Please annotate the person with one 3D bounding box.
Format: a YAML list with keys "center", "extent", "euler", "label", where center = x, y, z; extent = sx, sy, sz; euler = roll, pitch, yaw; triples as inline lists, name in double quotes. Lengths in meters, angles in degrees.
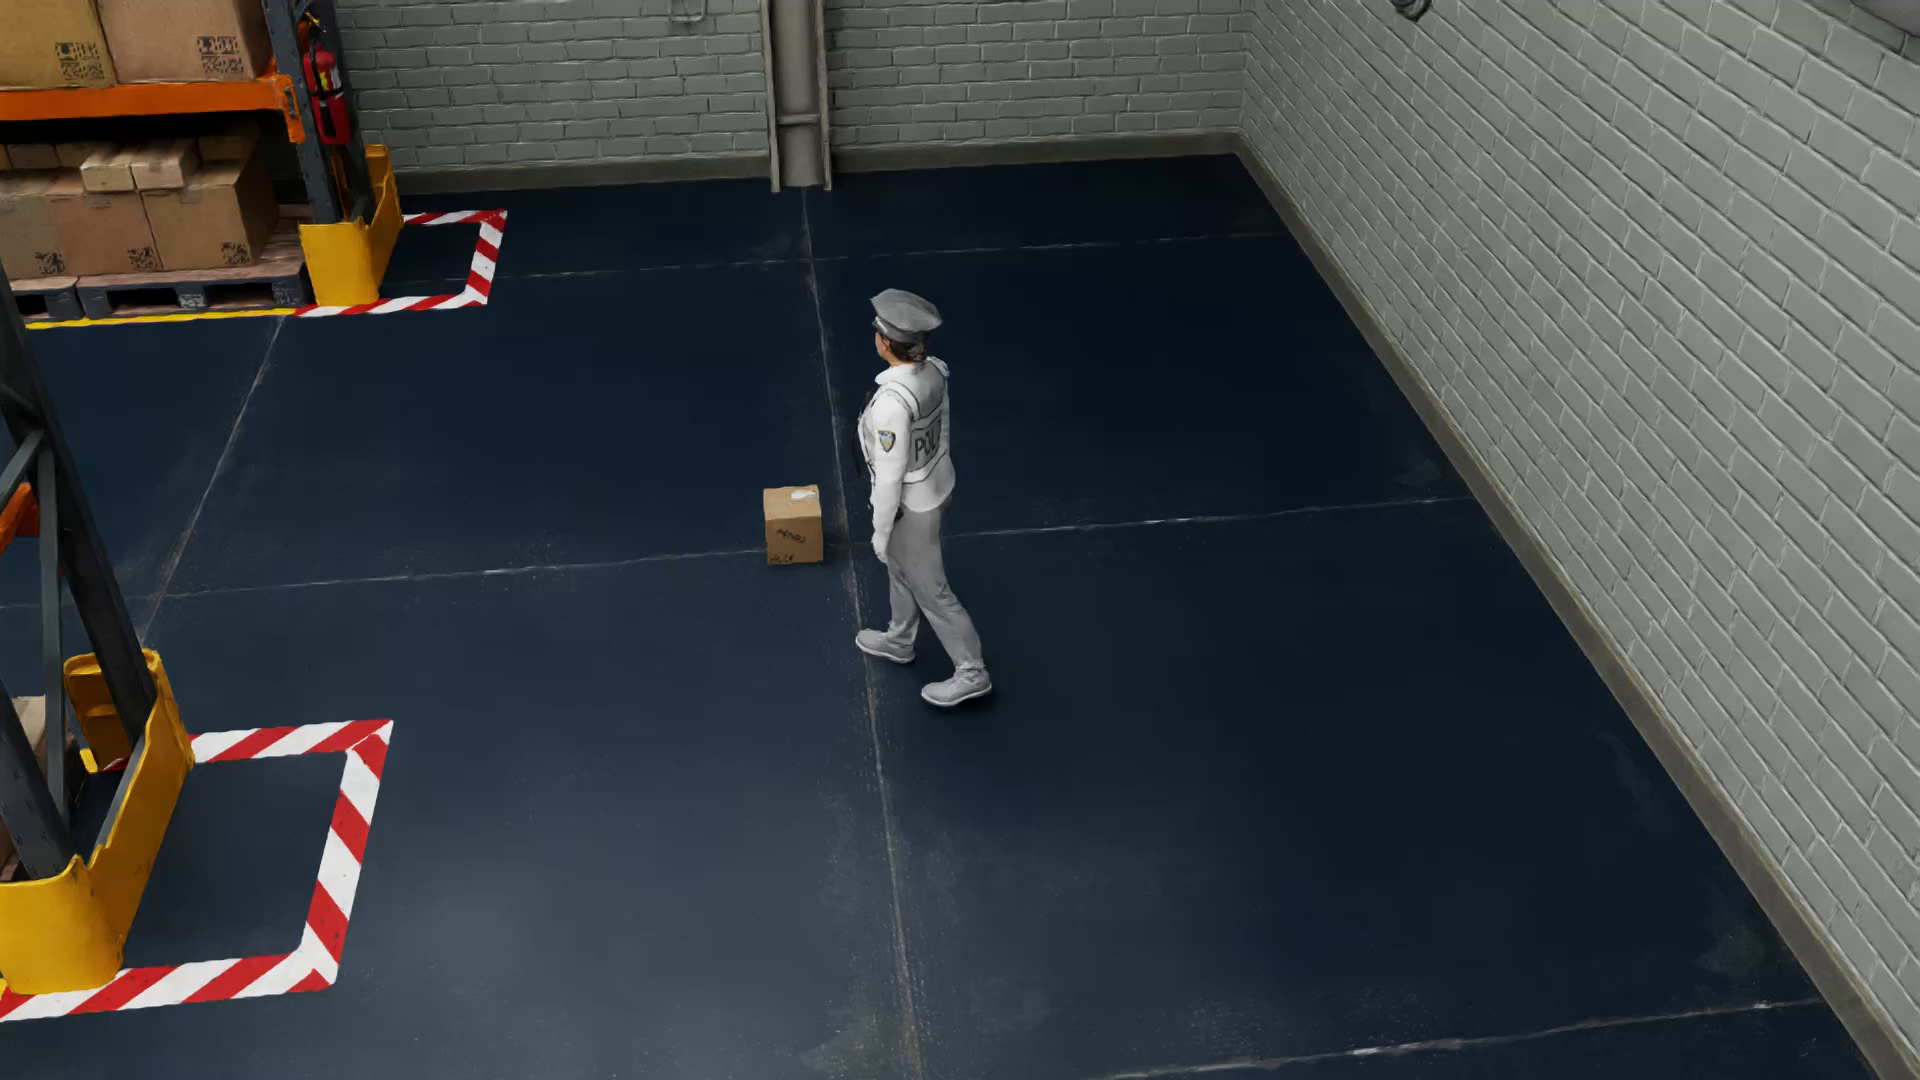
- center: [-0.164, -0.132, 6.326]
  extent: [0.657, 1.670, 0.503]
  euler: [11, 37, 16]
  label: "person"
